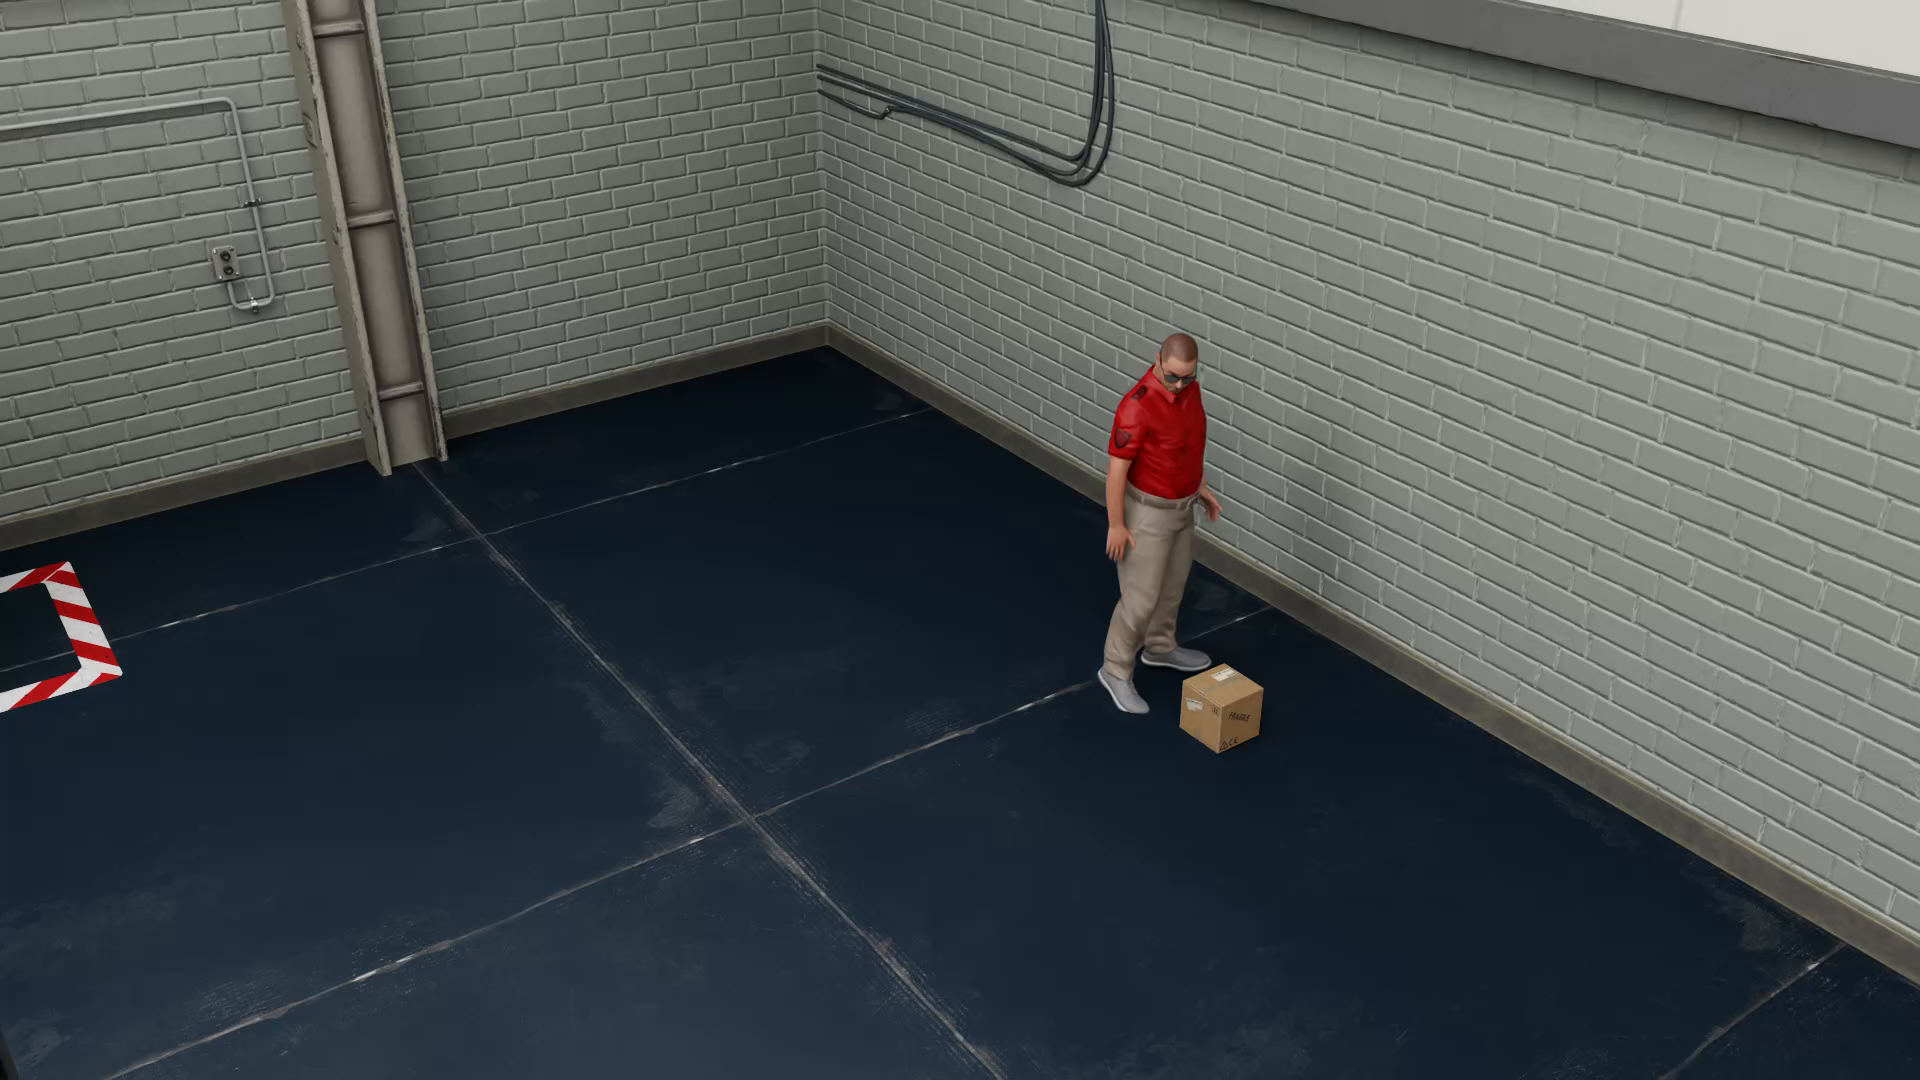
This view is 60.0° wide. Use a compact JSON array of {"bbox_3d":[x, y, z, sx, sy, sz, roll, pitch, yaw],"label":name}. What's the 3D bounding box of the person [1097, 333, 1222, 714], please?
[{"bbox_3d":[0.903,-0.100,7.352,0.380,1.764,0.636,18,33,30],"label":"person"}]
